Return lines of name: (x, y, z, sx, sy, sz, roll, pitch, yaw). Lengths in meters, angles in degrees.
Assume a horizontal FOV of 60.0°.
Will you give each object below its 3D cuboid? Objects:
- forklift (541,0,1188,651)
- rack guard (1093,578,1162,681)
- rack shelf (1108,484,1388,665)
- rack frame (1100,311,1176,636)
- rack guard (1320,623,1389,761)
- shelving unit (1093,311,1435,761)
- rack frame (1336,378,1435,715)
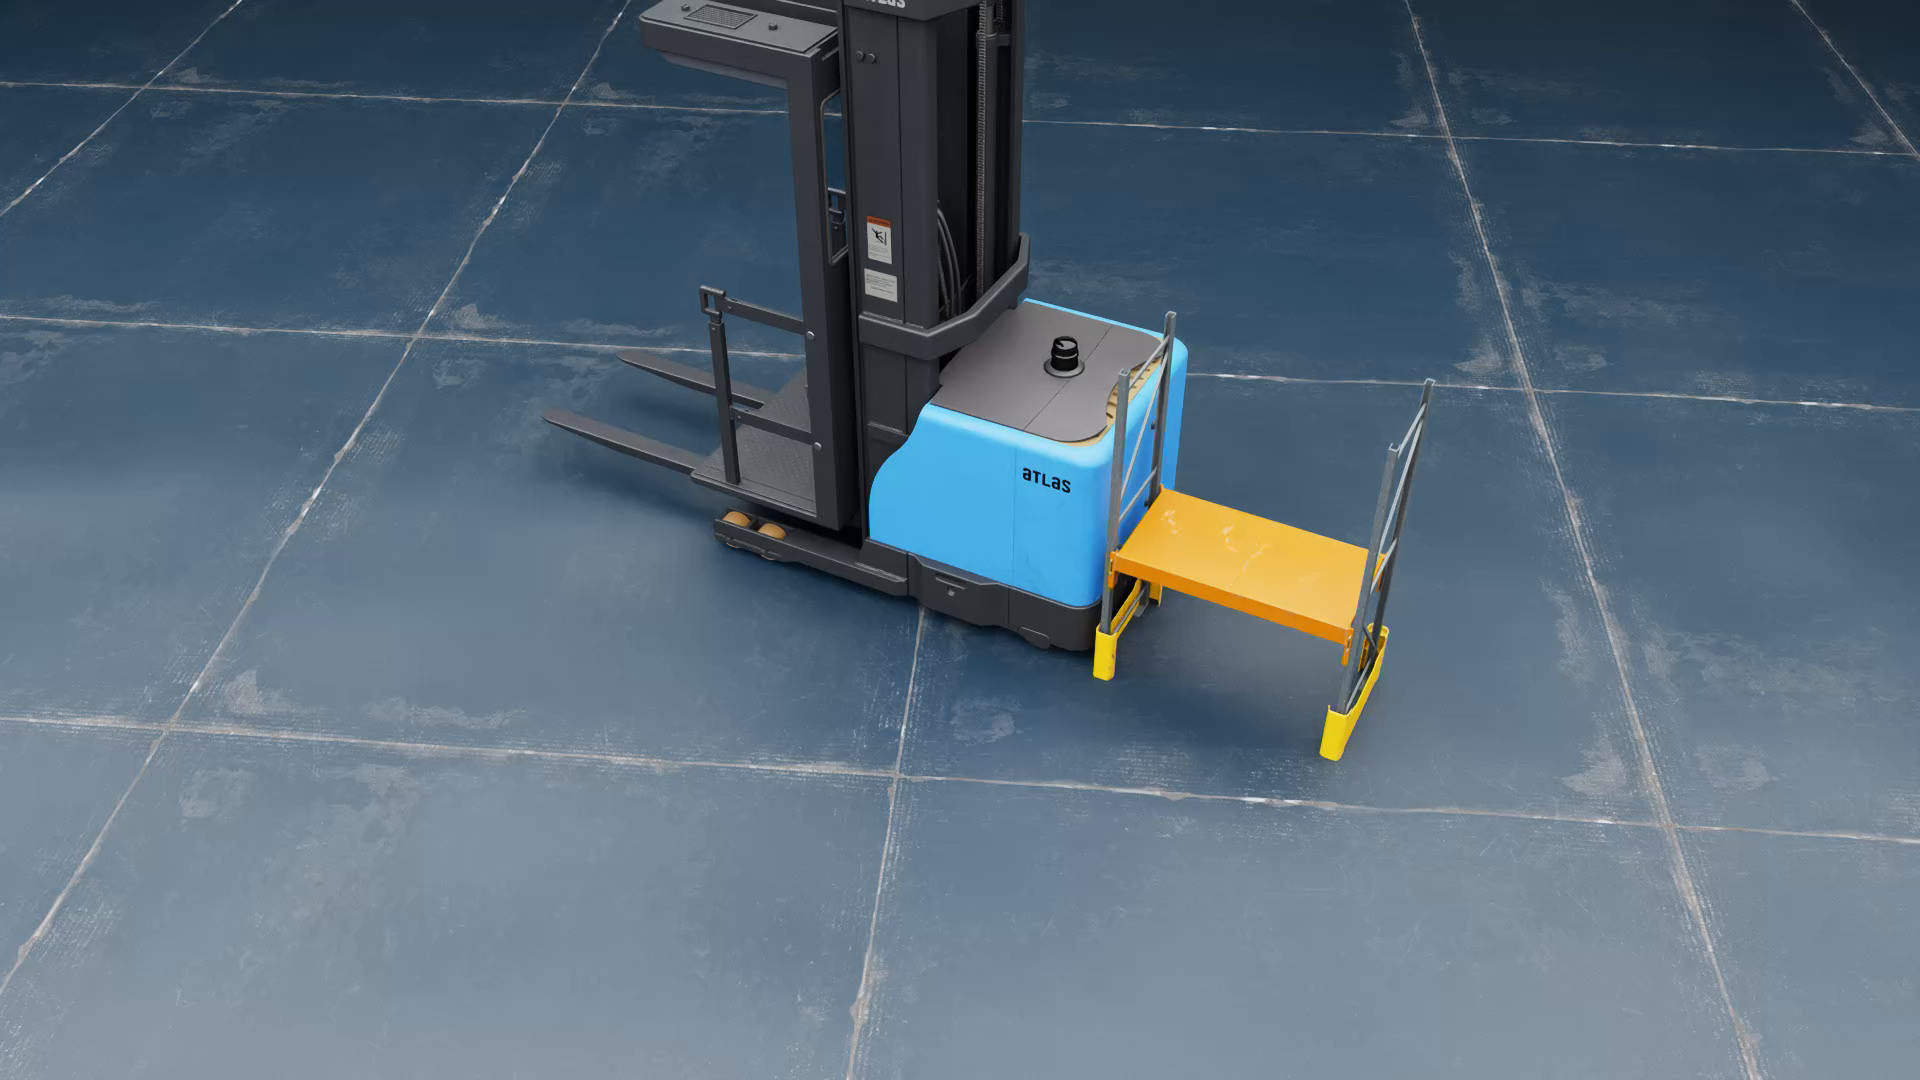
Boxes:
forklift: (-0.559, -1.320, 7.050, 3.031, 2.935, 1.130, 18, 43, 21)
rack guard: (0.730, 0.325, 7.153, 0.087, 0.250, 0.587, 18, 43, 21)
rack shelf: (1.163, 0.123, 6.696, 1.000, 0.185, 0.538, 18, 43, 21)
rack frame: (0.712, -0.165, 6.765, 0.032, 1.500, 0.500, 18, 43, 21)
rack guard: (1.613, 0.616, 6.795, 0.087, 0.250, 0.587, 18, 43, 21)
shelving unit: (1.171, -0.014, 6.579, 1.083, 1.500, 0.587, 18, 43, 21)
rack frame: (1.614, 0.132, 6.400, 0.032, 1.500, 0.500, 18, 43, 21)
